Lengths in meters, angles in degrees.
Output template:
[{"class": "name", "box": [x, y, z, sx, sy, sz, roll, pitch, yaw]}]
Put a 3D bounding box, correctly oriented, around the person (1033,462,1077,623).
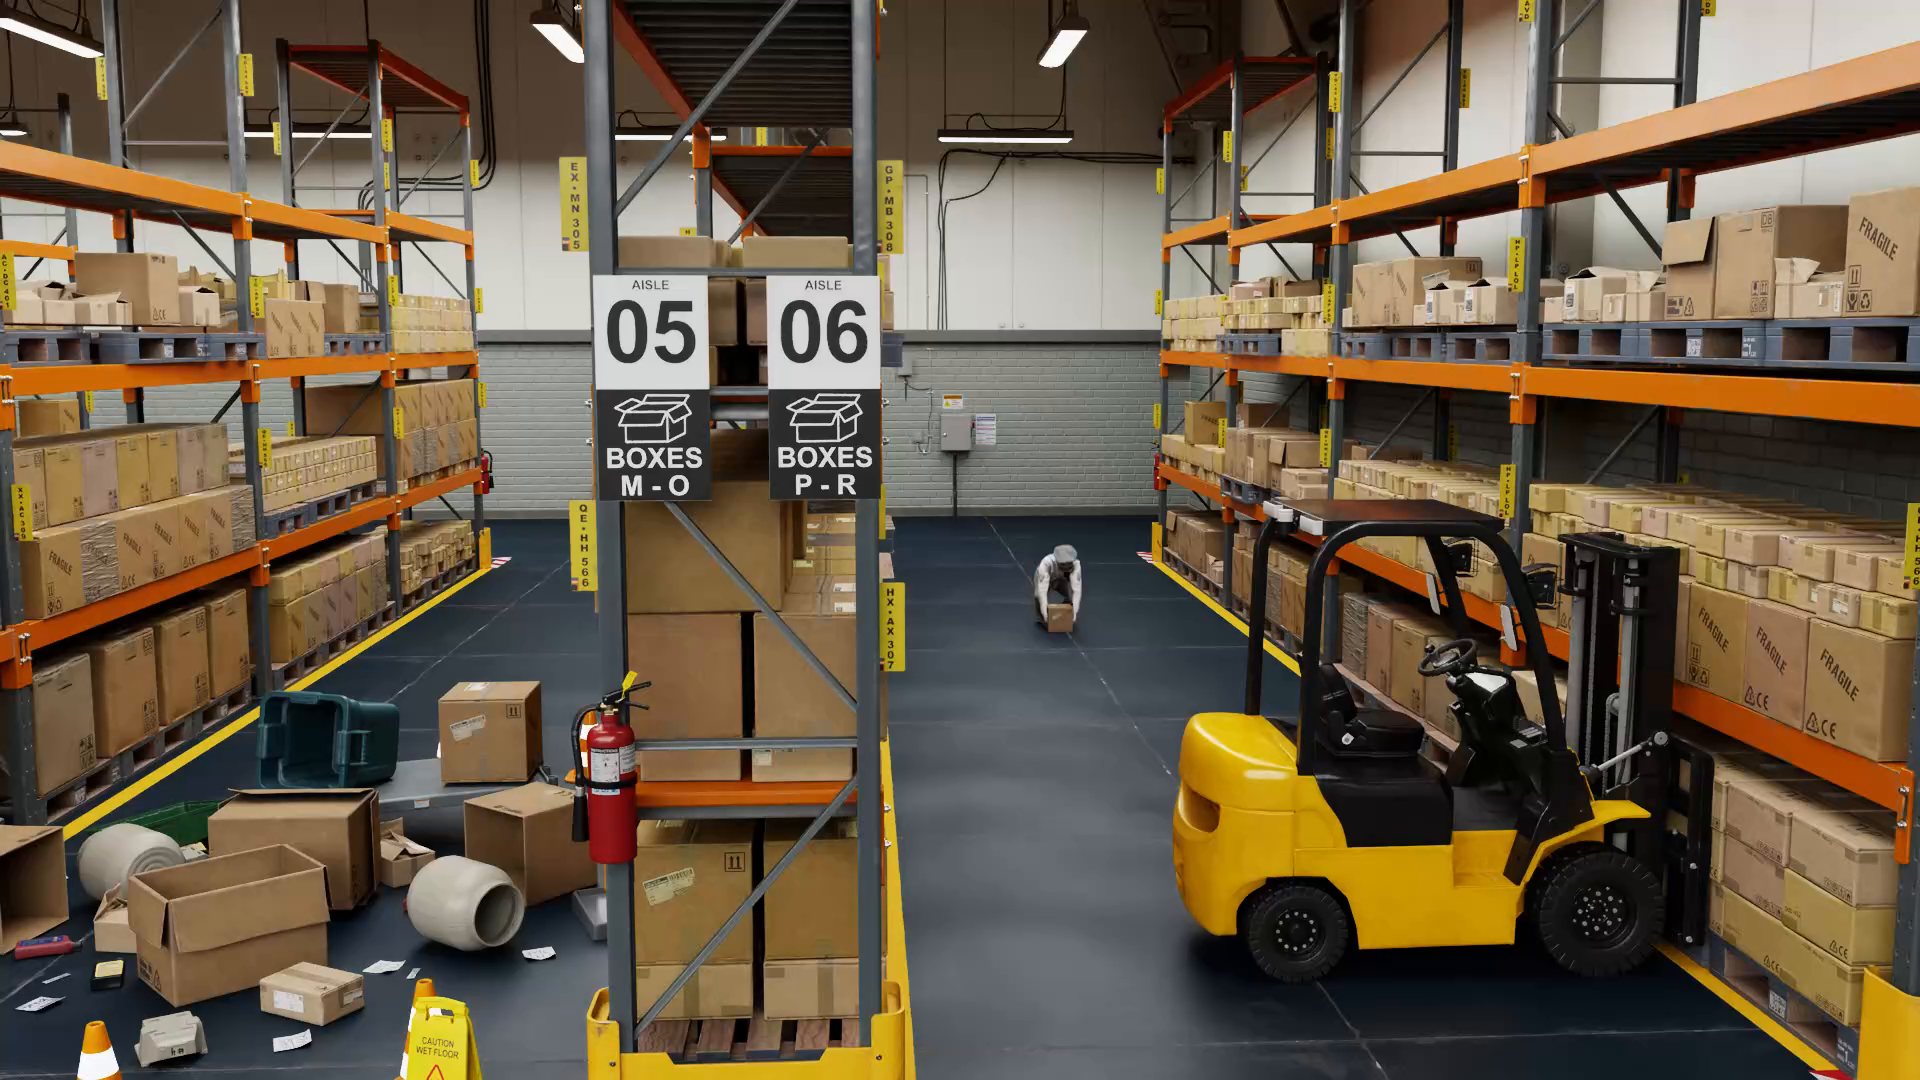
[{"class": "person", "box": [0.992, 0.033, 17.389, 0.459, 1.686, 0.562, 0, 7, -3]}]
